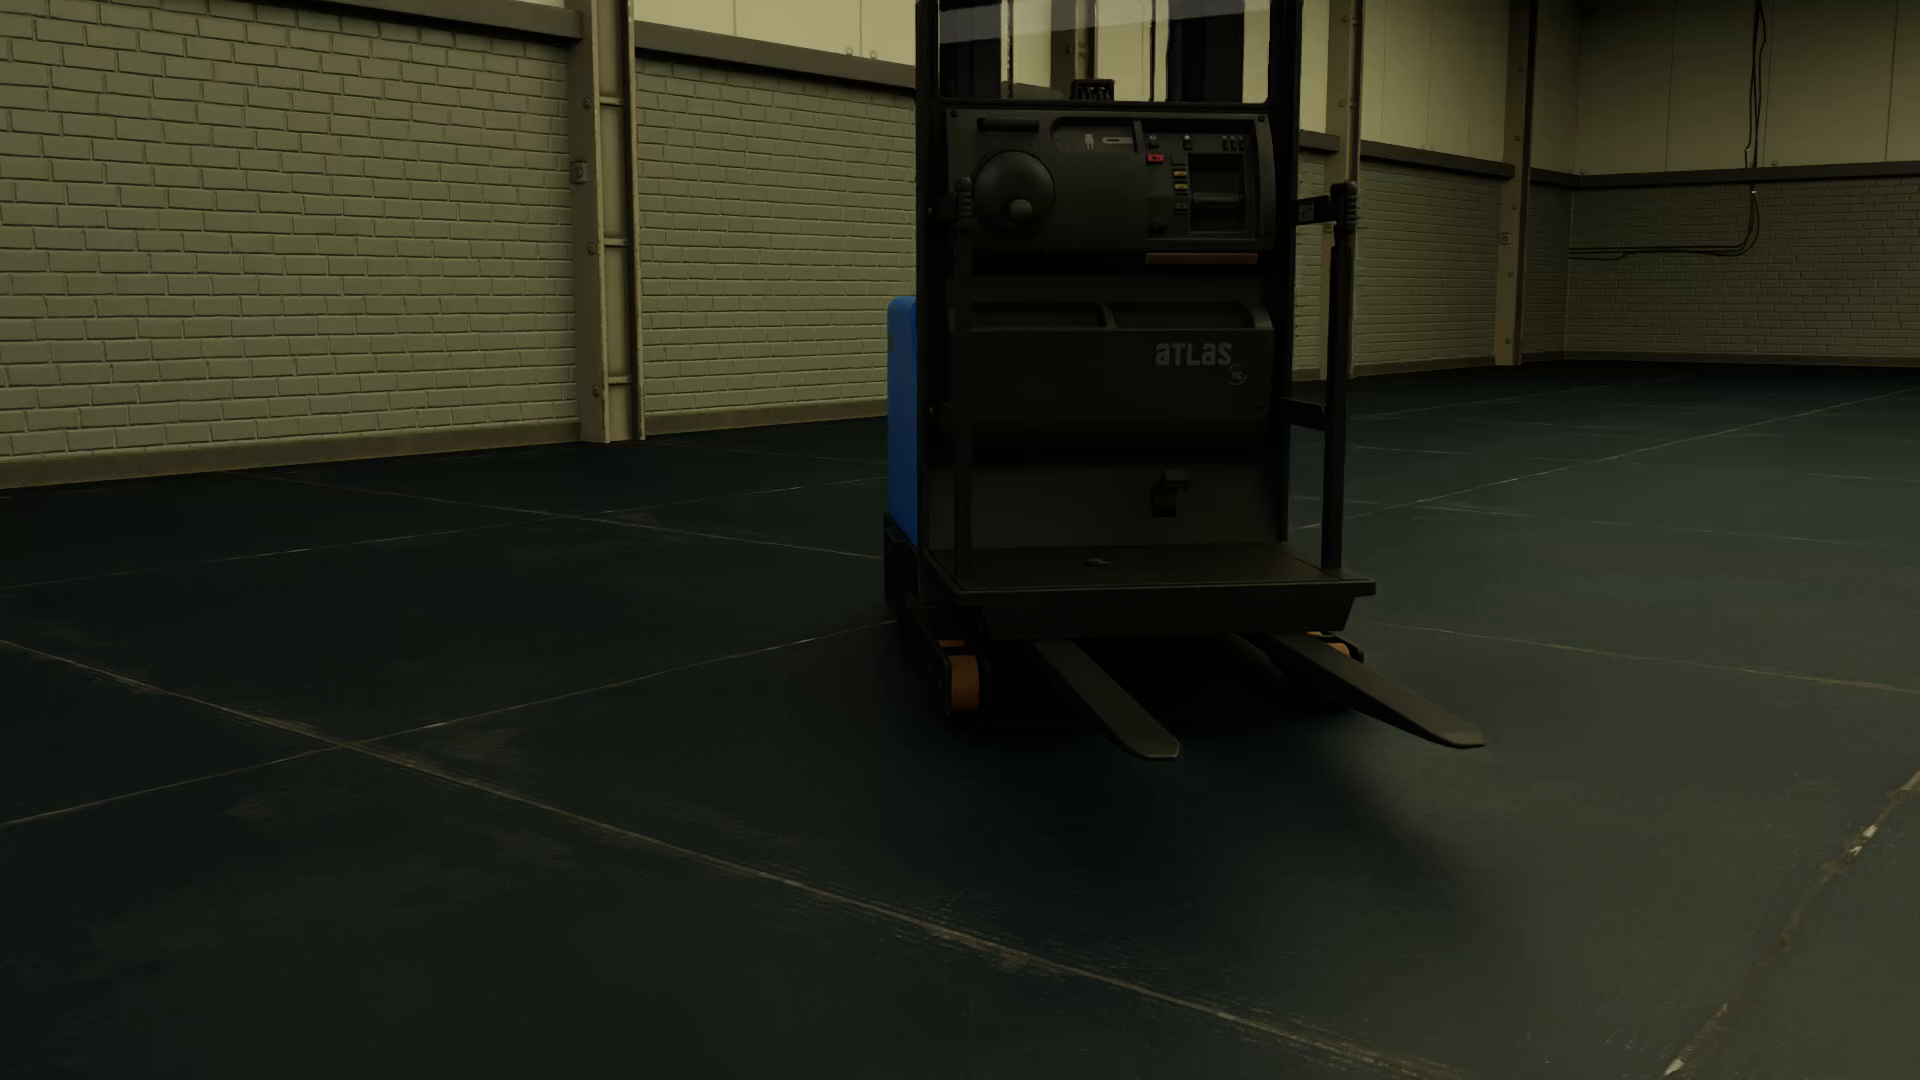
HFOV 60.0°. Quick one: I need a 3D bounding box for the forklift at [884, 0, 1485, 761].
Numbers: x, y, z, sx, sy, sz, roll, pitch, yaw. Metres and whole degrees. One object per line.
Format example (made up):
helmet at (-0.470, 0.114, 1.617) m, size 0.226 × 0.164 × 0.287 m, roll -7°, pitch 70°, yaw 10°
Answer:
forklift at (0.456, -1.048, 4.443) m, size 1.130 × 2.935 × 3.031 m, roll -1°, pitch 8°, yaw -8°
